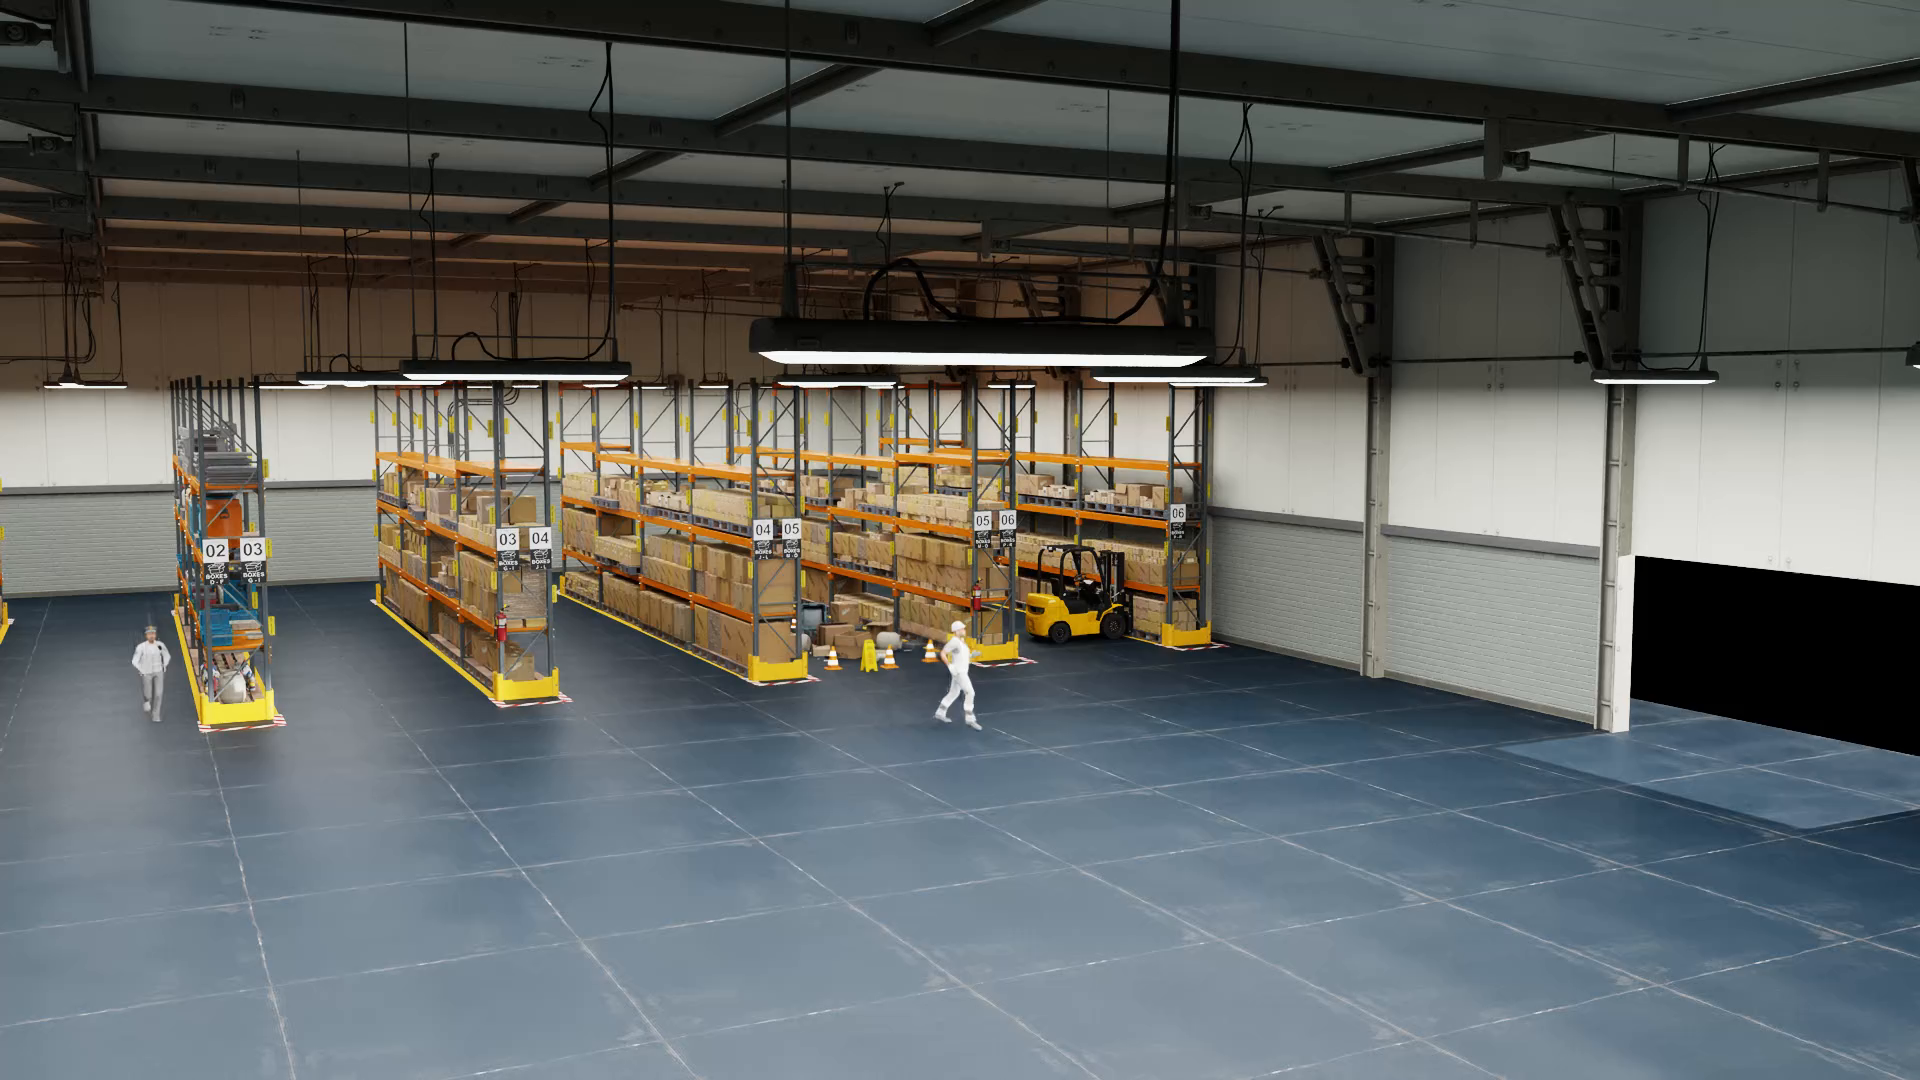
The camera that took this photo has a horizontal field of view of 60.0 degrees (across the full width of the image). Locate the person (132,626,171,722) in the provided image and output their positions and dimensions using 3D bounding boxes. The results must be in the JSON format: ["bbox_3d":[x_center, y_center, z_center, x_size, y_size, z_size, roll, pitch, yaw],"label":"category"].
[{"bbox_3d":[-14.077,2.319,29.006,0.615,1.644,0.725,-3,6,-33],"label":"person"}]

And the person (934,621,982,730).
[{"bbox_3d":[-0.030,2.297,28.334,0.839,1.835,0.649,1,5,6],"label":"person"}]
